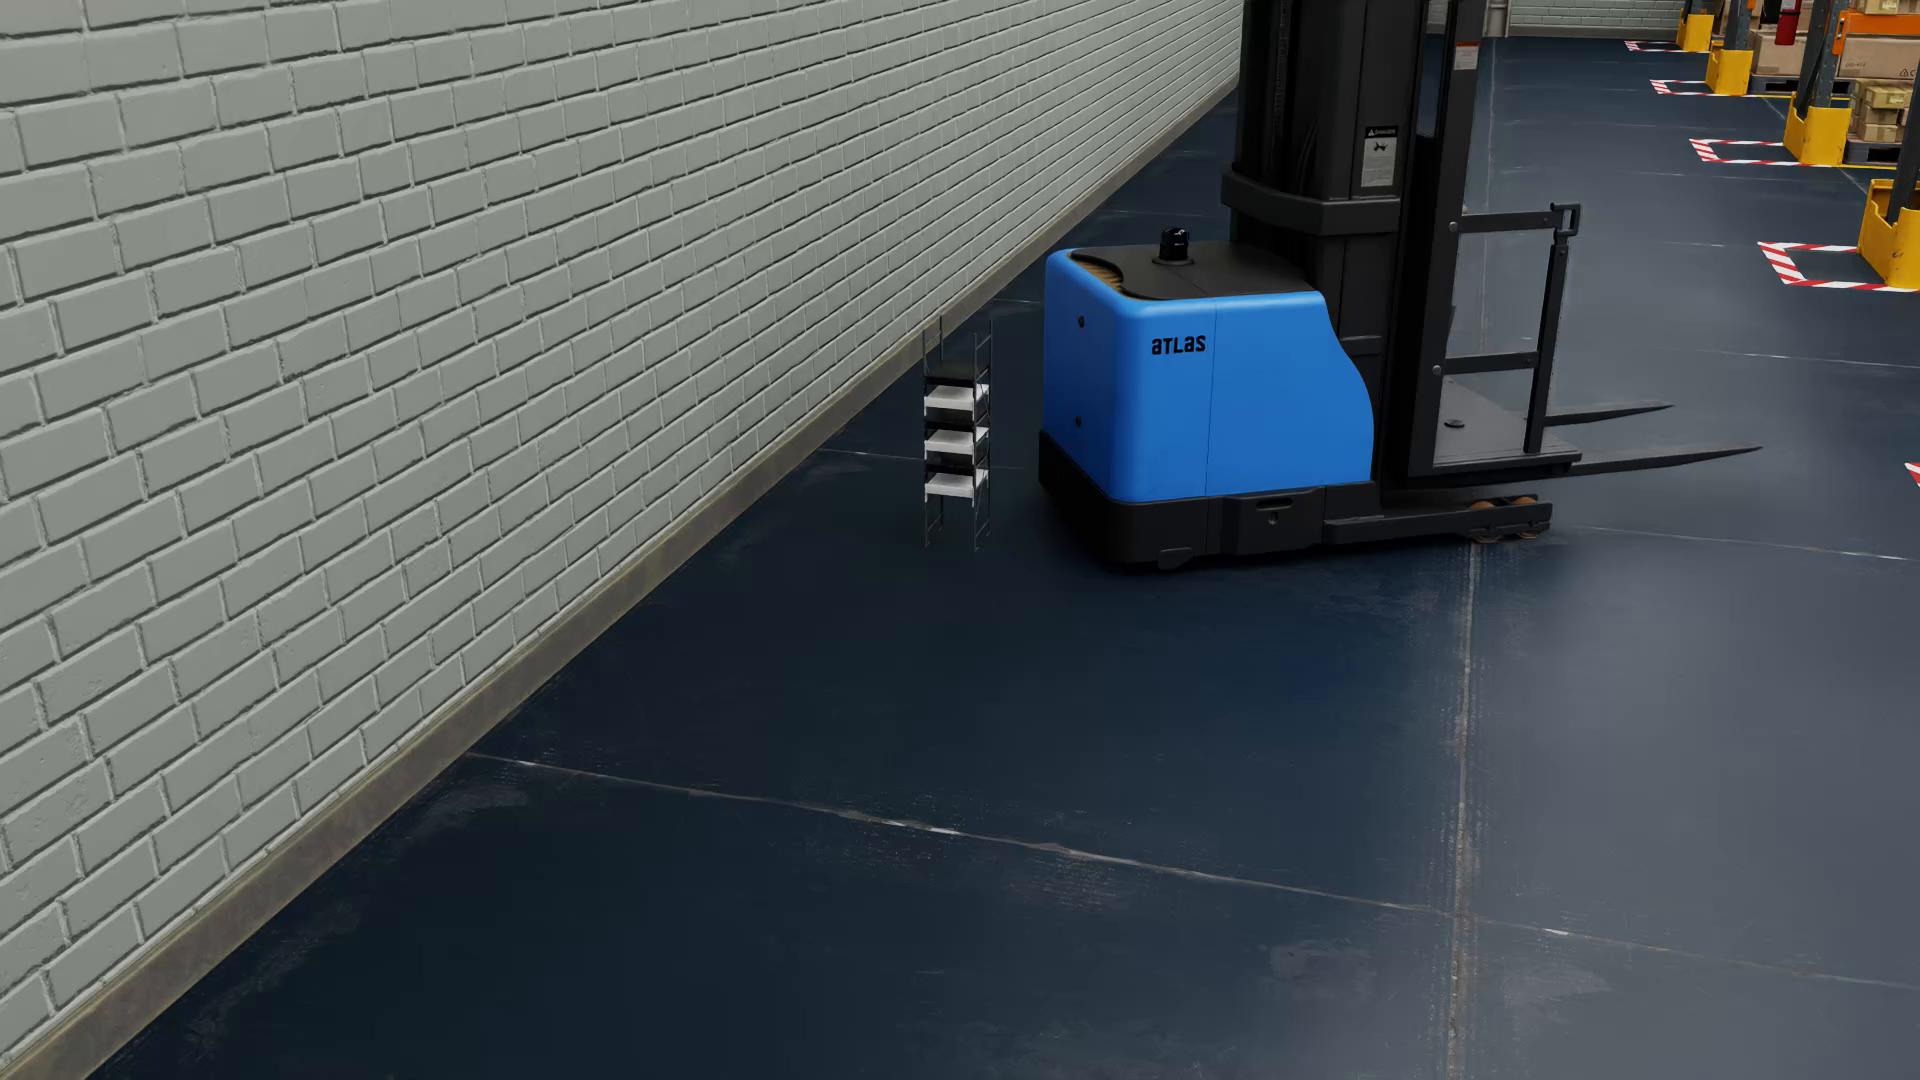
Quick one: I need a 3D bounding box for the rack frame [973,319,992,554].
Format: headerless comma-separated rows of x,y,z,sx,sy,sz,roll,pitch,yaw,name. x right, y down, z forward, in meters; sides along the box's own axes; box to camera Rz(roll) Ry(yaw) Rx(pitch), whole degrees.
0.090,-0.406,6.574,0.006,0.900,0.240,7,23,16,rack frame

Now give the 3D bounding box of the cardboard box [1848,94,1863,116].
8.474,-4.058,15.522,0.250,0.149,0.380,6,23,14,cardboard box

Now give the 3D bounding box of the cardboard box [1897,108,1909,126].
8.560,-3.811,14.920,0.250,0.149,0.380,6,23,15,cardboard box

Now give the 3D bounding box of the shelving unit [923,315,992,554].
-0.008,-0.417,6.601,0.210,0.900,0.258,7,23,16,shelving unit

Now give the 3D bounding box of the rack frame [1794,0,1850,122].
7.886,-4.999,15.006,0.127,3.000,1.000,7,23,16,rack frame

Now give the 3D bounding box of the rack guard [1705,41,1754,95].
9.196,-5.655,19.898,0.348,0.500,1.175,7,23,16,rack guard

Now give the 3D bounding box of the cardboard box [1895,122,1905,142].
8.570,-3.702,15.046,0.250,0.149,0.380,6,23,15,cardboard box

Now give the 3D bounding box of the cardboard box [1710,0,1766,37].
11.208,-7.551,23.961,0.637,0.503,0.797,6,23,13,cardboard box

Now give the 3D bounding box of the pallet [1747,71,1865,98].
10.007,-5.460,19.802,1.213,0.211,1.003,7,23,16,pallet

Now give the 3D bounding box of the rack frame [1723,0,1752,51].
9.219,-6.809,19.417,0.127,3.000,1.000,7,23,16,rack frame

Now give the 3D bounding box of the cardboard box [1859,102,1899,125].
8.314,-3.862,15.043,0.250,0.149,0.380,8,23,18,cardboard box

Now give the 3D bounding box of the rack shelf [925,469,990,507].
-0.008,-0.220,6.682,0.200,0.077,0.258,7,23,16,rack shelf

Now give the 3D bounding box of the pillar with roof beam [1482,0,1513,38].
7.085,-10.447,20.382,0.400,9.000,9.100,7,23,16,pillar with roof beam

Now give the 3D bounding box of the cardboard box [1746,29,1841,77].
9.880,-5.782,19.736,0.875,0.438,0.875,6,23,14,cardboard box

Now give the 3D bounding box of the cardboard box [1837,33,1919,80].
10.759,-5.685,19.499,0.875,0.438,0.875,7,23,17,cardboard box

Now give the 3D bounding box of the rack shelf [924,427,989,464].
-0.008,-0.386,6.614,0.200,0.077,0.258,7,23,16,rack shelf

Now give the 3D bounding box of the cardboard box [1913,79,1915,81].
8.975,-4.153,15.362,0.250,0.149,0.380,6,23,14,cardboard box

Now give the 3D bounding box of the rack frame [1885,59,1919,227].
6.357,-3.208,10.639,0.127,3.000,1.000,7,23,16,rack frame

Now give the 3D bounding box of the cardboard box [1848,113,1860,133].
8.450,-3.893,15.511,0.250,0.149,0.380,7,23,16,cardboard box

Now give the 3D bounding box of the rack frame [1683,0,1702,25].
10.650,-8.613,23.815,0.127,3.000,1.000,7,23,16,rack frame

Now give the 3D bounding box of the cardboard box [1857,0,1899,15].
8.102,-4.729,14.676,0.250,0.149,0.380,6,23,15,cardboard box

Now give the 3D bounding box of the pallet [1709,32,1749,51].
11.486,-7.227,24.111,1.213,0.211,1.003,7,23,16,pallet

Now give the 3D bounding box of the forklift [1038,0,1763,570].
1.915,-1.530,6.638,3.031,2.935,1.130,-6,23,-14,forklift

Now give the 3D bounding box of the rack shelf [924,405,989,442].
-0.008,-0.470,6.580,0.200,0.077,0.258,7,23,16,rack shelf

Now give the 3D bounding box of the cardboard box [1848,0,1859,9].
8.280,-4.950,15.217,0.250,0.149,0.380,7,23,16,cardboard box

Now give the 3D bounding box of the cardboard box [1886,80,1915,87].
8.690,-4.136,15.319,0.250,0.149,0.380,7,23,17,cardboard box

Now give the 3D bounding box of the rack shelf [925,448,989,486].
-0.008,-0.303,6.648,0.200,0.077,0.258,7,23,16,rack shelf

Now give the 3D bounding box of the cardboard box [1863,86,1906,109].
8.290,-3.969,14.913,0.250,0.149,0.380,5,23,13,cardboard box

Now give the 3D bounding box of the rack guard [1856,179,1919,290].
6.334,-2.055,11.120,0.348,0.500,1.175,7,23,16,rack guard

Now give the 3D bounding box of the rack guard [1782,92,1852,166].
7.959,-3.835,15.460,0.348,0.500,1.175,7,23,16,rack guard

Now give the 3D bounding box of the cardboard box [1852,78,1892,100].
8.466,-4.184,15.437,0.250,0.149,0.380,7,23,16,cardboard box

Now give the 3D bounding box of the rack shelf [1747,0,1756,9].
11.134,-6.257,19.019,4.000,0.370,1.077,7,23,16,rack shelf

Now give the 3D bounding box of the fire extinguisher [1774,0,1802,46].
7.778,-4.986,15.567,0.183,0.674,0.296,7,23,16,fire extinguisher

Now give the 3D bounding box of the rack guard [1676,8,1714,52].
10.722,-7.448,24.269,0.348,0.500,1.175,7,23,16,rack guard

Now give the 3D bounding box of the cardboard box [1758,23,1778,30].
11.603,-7.326,23.881,0.250,0.149,0.380,6,23,13,cardboard box

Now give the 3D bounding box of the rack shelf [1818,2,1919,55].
9.801,-4.447,14.608,4.000,0.370,1.077,7,23,16,rack shelf

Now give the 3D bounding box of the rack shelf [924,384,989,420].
-0.008,-0.553,6.546,0.200,0.077,0.258,7,23,16,rack shelf

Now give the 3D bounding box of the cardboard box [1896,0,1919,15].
8.357,-4.716,14.645,0.250,0.149,0.380,7,23,17,cardboard box

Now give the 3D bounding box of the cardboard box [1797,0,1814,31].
12.015,-7.441,23.699,0.500,0.500,0.700,8,23,18,cardboard box

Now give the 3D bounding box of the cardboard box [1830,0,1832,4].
12.492,-7.347,23.469,0.500,0.500,0.500,7,23,17,cardboard box

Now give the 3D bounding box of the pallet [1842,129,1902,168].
8.727,-3.599,15.266,1.213,0.211,1.003,7,23,16,pallet

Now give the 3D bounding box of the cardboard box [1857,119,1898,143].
8.295,-3.701,15.043,0.250,0.149,0.380,7,23,17,cardboard box

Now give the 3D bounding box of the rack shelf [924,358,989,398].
-0.008,-0.636,6.512,0.200,0.077,0.258,7,23,16,rack shelf

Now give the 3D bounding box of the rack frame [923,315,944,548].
-0.105,-0.428,6.629,0.006,0.900,0.240,7,23,16,rack frame

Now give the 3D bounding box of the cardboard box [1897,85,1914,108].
8.588,-3.983,14.946,0.250,0.149,0.380,7,23,16,cardboard box

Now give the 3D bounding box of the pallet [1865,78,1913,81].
11.172,-5.325,19.474,1.213,0.211,1.003,7,23,16,pallet
